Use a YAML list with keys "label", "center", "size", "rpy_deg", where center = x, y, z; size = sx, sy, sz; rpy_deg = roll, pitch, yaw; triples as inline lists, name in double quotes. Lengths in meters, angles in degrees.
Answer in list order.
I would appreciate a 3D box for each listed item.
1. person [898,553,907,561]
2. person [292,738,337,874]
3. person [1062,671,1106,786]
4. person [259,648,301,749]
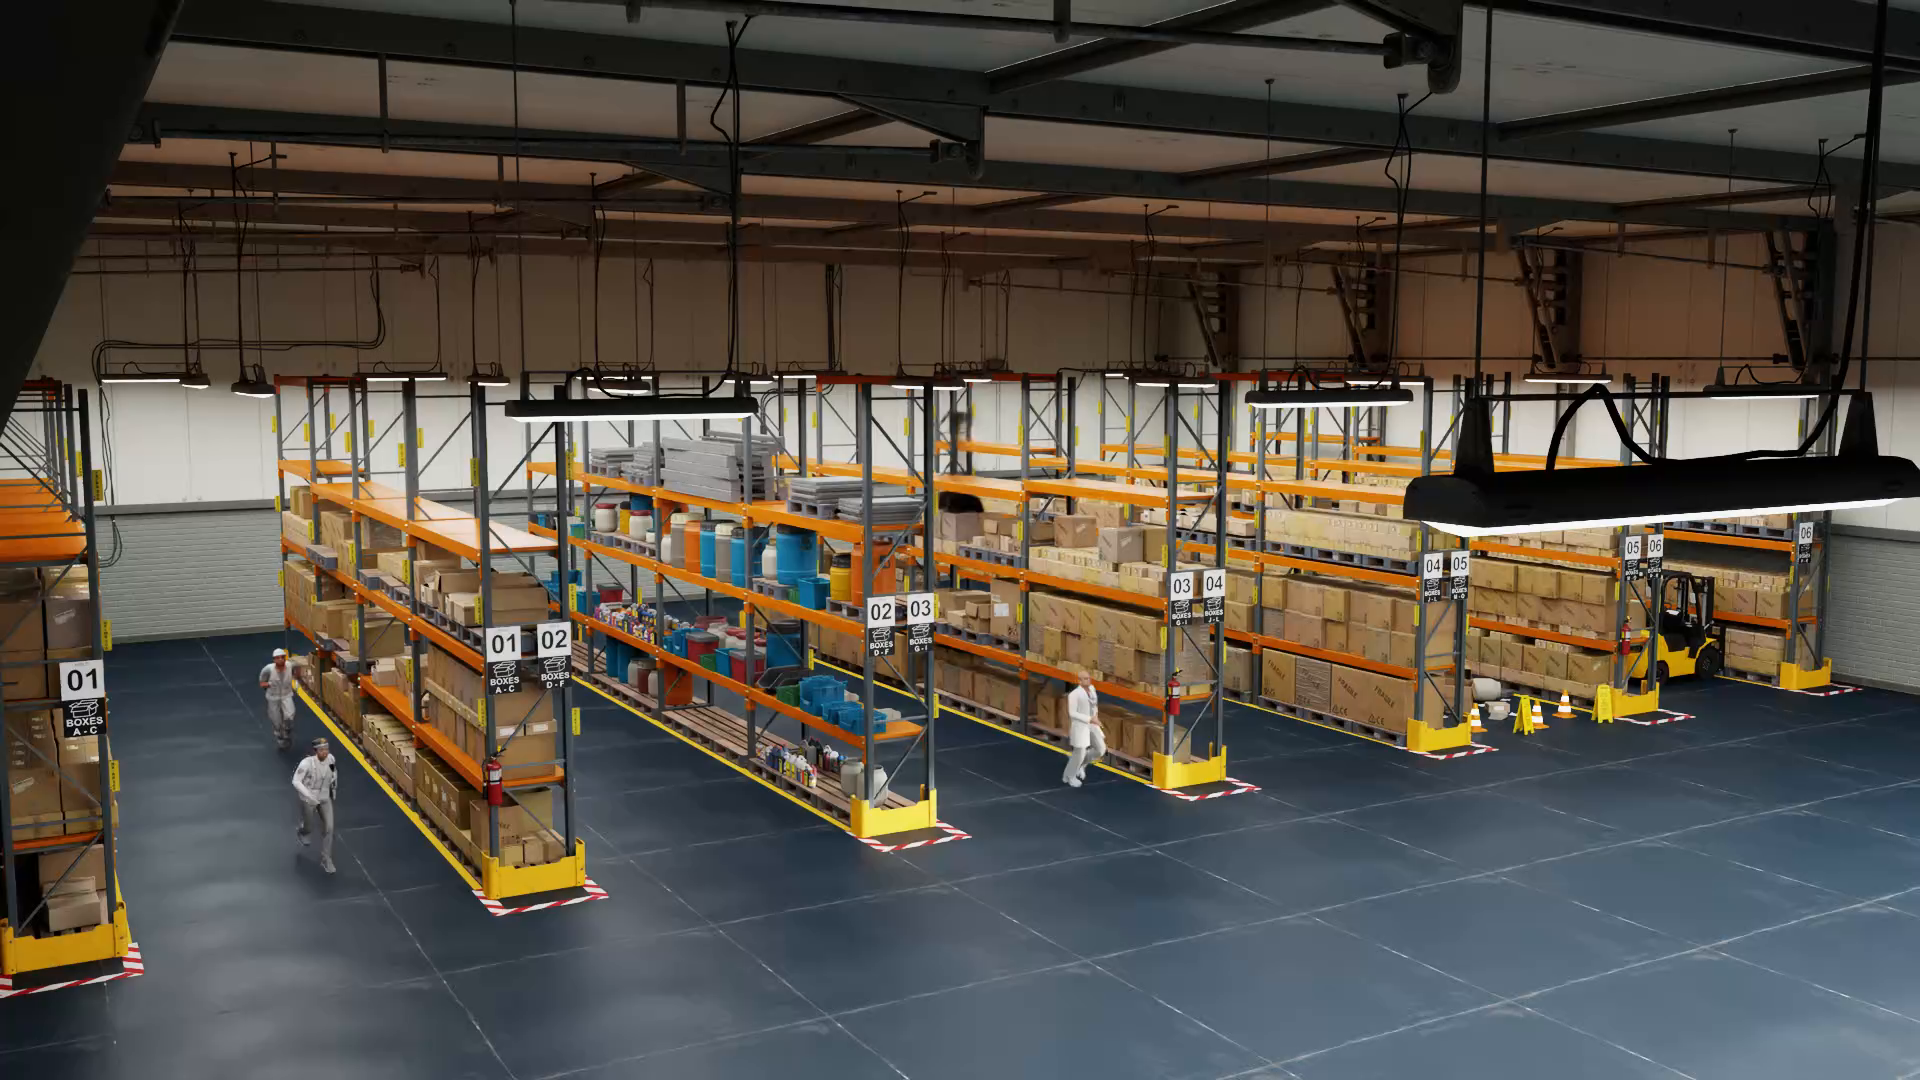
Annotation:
- label: "person"
  center: [-1.484, 1.057, 40.931]
  size: [0.594, 1.682, 0.654]
  rpy_deg: [0, 6, -3]
- label: "person"
  center: [-8.049, 3.255, 20.763]
  size: [0.619, 1.681, 1.024]
  rpy_deg: [-6, 9, -43]
- label: "person"
  center: [1.860, 2.784, 24.556]
  size: [0.732, 1.736, 0.785]
  rpy_deg: [-6, 8, -42]
- label: "person"
  center: [-10.848, 2.549, 26.584]
  size: [0.633, 1.699, 0.862]
  rpy_deg: [-3, 7, -25]
